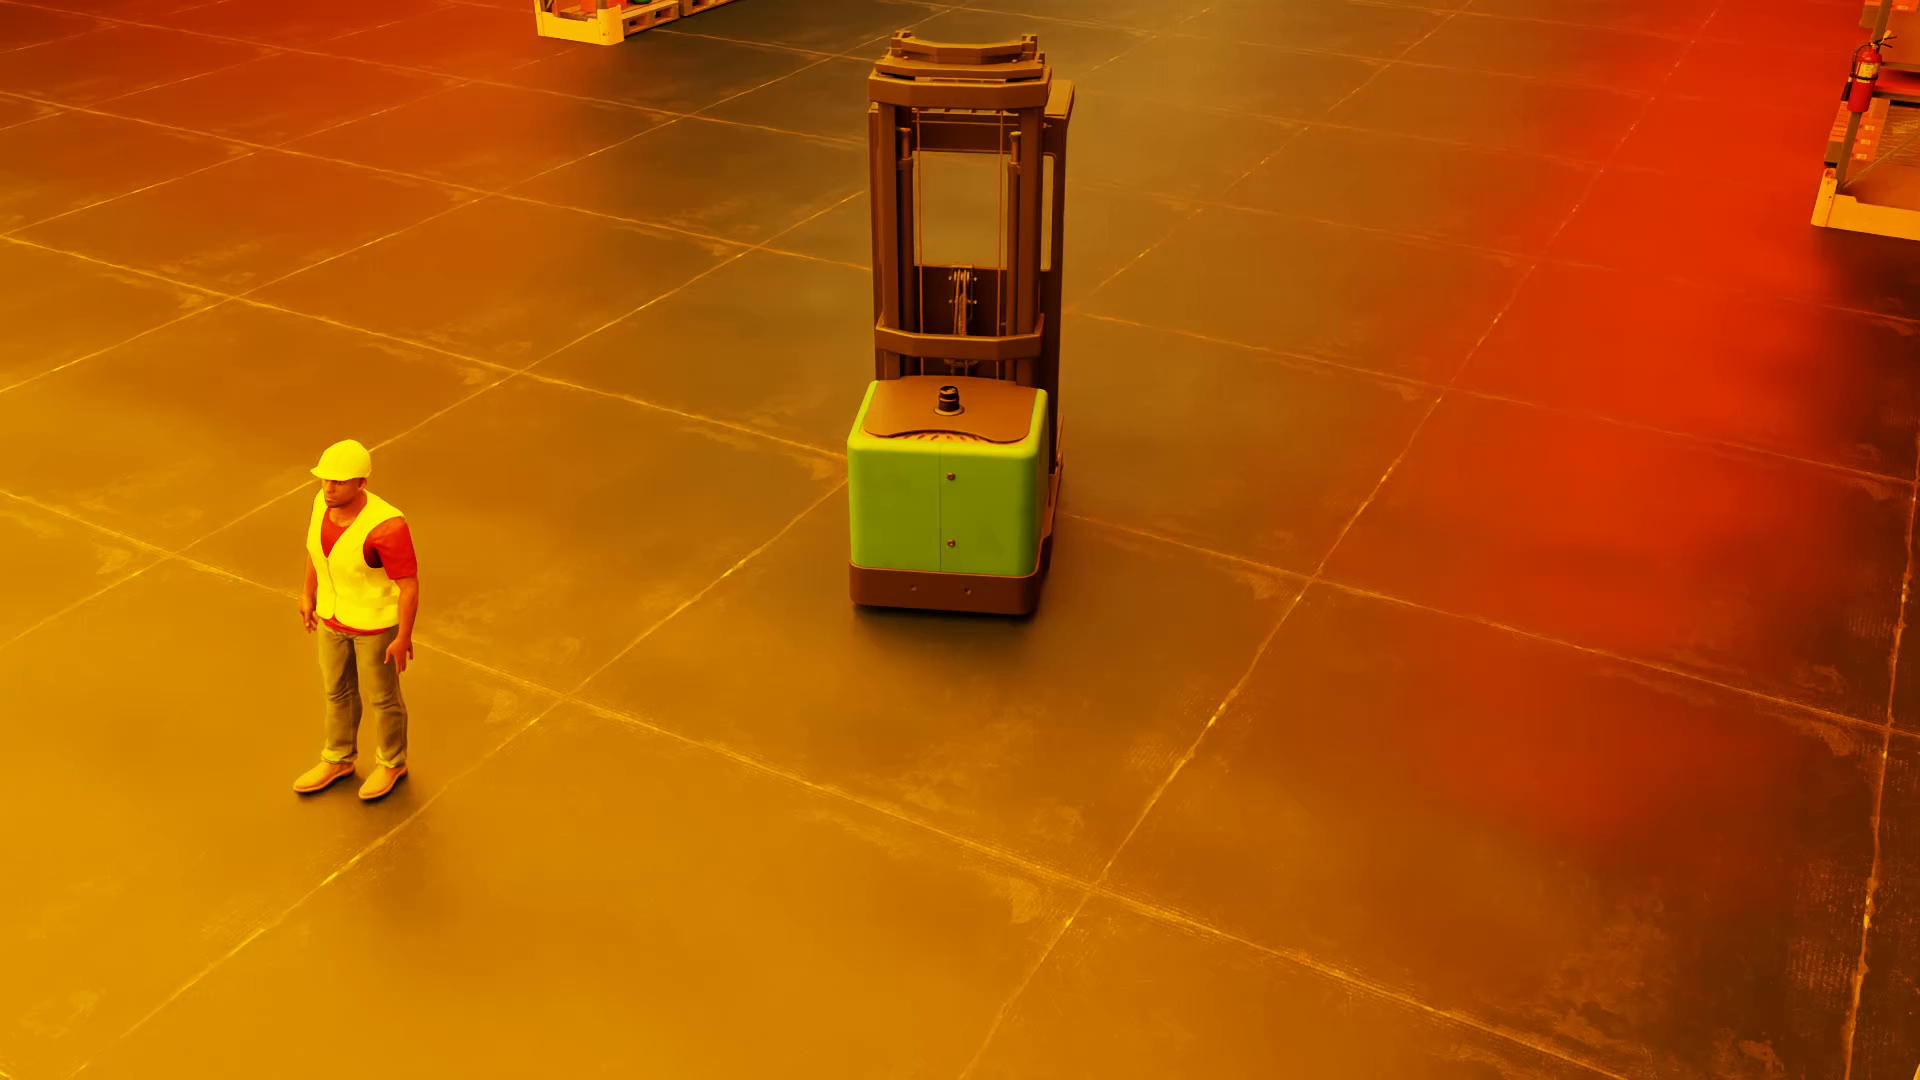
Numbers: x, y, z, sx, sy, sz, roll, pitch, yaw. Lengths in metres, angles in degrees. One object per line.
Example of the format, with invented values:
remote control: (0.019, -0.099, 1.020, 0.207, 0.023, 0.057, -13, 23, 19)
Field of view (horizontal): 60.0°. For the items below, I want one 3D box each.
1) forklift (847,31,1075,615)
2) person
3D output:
forklift: (0.072, -1.572, 9.794, 1.130, 2.935, 3.031, 3, 30, 6)
person: (-2.777, 0.388, 7.550, 0.666, 1.765, 0.576, 16, 34, 25)
